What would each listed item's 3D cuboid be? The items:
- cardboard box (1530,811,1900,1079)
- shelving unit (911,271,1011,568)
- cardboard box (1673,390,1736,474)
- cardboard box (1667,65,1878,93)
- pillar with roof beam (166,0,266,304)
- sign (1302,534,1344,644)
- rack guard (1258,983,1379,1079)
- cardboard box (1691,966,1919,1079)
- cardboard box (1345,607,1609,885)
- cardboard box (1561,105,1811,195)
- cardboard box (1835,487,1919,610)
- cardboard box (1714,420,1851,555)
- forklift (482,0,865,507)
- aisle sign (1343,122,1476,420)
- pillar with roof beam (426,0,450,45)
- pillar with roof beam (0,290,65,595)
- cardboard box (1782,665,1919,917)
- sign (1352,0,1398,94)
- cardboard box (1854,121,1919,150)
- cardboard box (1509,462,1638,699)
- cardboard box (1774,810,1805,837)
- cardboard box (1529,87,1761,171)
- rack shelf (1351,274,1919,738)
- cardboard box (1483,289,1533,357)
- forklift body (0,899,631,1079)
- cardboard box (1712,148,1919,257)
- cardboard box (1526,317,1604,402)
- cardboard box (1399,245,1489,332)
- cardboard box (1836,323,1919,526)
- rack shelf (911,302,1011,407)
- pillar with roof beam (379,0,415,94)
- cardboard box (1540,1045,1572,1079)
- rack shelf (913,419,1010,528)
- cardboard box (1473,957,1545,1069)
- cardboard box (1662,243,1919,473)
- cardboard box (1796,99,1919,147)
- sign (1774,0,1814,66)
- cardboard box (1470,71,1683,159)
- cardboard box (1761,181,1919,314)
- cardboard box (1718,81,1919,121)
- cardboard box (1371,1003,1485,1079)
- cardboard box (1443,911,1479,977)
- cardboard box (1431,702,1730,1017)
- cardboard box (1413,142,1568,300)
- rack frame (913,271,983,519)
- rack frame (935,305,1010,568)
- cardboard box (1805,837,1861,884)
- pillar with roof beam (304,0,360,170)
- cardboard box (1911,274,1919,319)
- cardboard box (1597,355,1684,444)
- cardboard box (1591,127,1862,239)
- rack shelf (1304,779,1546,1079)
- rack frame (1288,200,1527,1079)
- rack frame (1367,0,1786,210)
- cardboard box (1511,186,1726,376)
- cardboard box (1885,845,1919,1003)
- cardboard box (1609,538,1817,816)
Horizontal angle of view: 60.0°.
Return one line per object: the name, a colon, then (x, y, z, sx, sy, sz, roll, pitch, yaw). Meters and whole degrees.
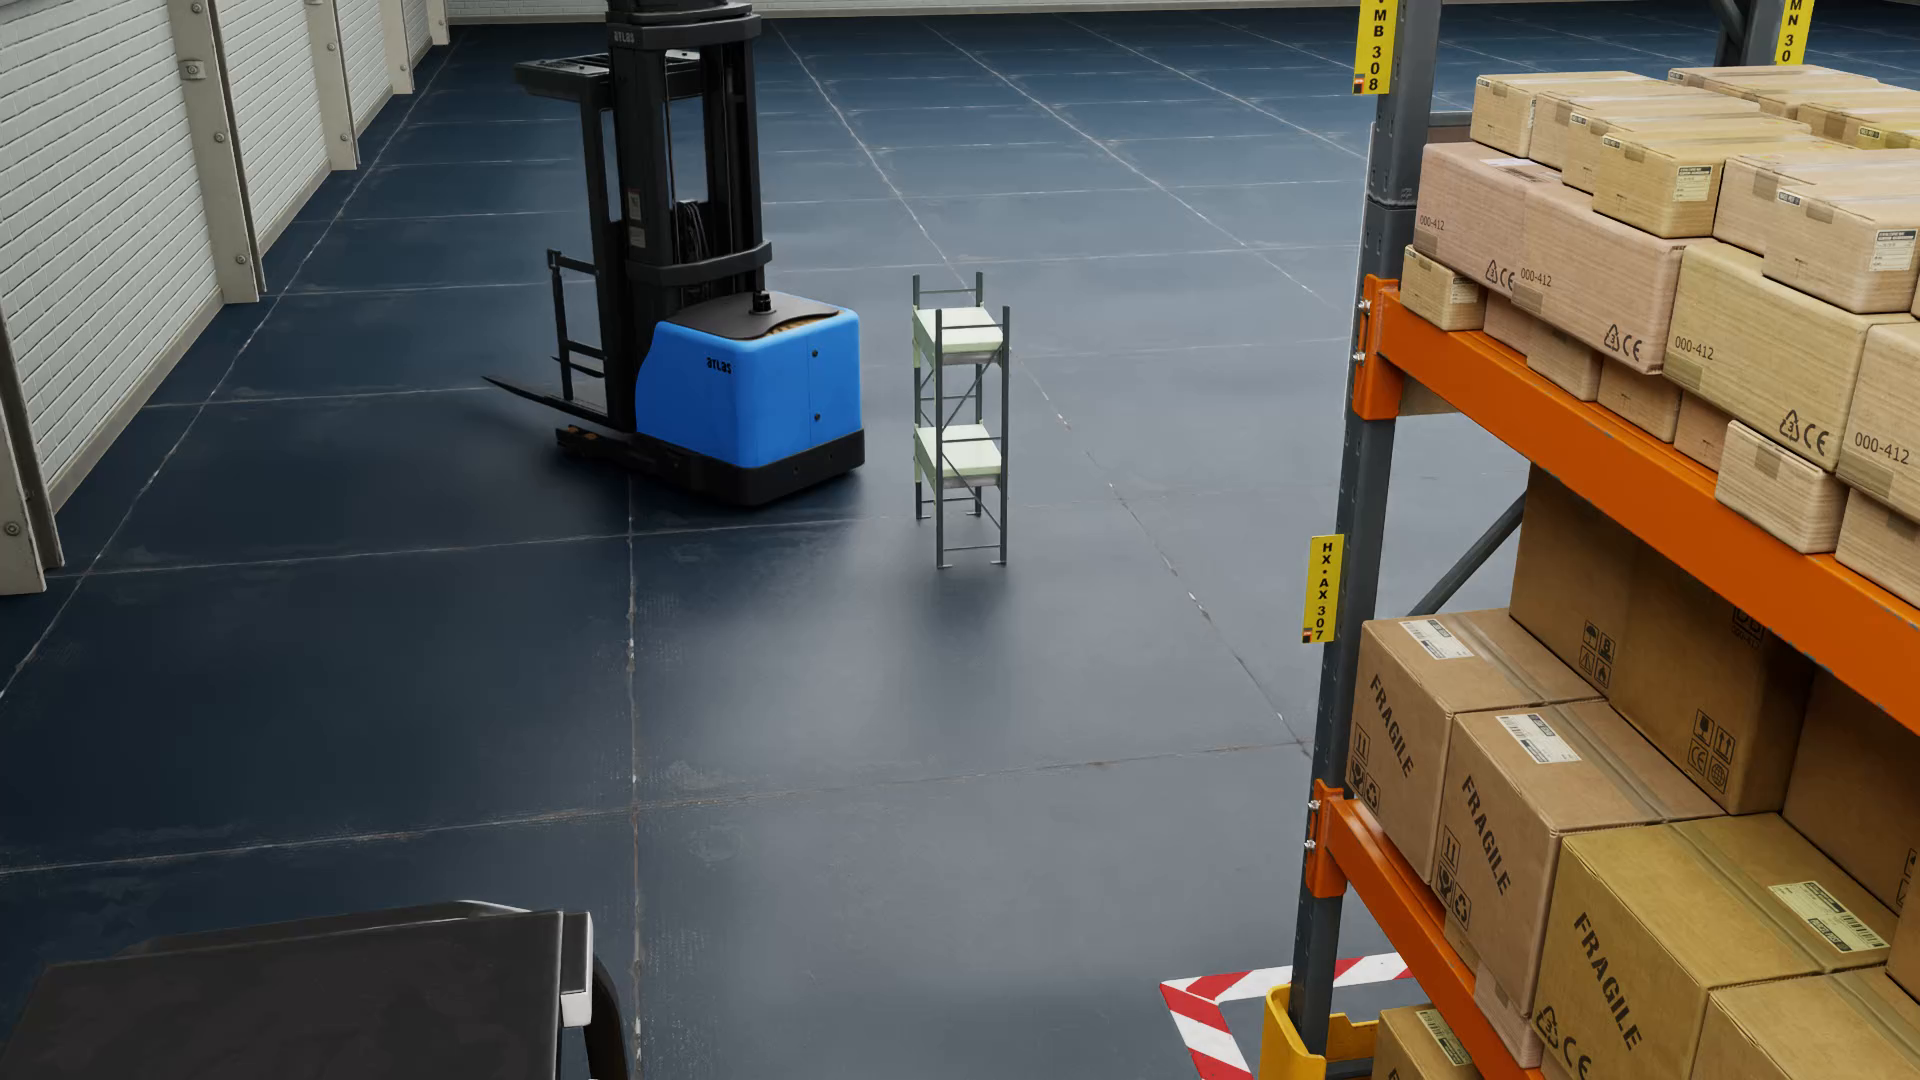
cardboard box: (1.551, 0.922, 3.394, 0.500, 0.500, 0.500, -5, 24, -11)
shelving unit: (-0.001, -0.690, 9.456, 0.431, 1.500, 0.755, -4, 24, -10)
cardboard box: (1.558, -0.208, 3.045, 0.380, 0.149, 0.250, -5, 24, -11)
cardboard box: (1.894, -1.020, 3.908, 0.380, 0.149, 0.250, -4, 24, -9)
pillar with roof beam: (-2.081, -6.585, 13.584, 9.100, 9.000, 0.400, -4, 24, -10)
sign: (1.008, 0.137, 4.607, 0.100, 0.325, 0.005, -4, 24, -10)
rack guard: (1.555, 1.669, 5.304, 1.175, 0.500, 0.348, -4, 24, -10)
cardboard box: (1.653, 1.122, 2.938, 0.500, 0.500, 0.500, -5, 24, -11)
cardboard box: (1.356, 0.518, 4.319, 0.500, 0.500, 0.500, -5, 24, -11)
cardboard box: (1.454, -0.776, 3.348, 0.380, 0.149, 0.250, -4, 24, -10)
cardboard box: (1.615, -0.003, 2.575, 0.380, 0.149, 0.250, -5, 24, -11)
cardboard box: (1.526, -0.103, 2.805, 0.380, 0.149, 0.250, -4, 24, -9)
forklift: (-2.058, -2.020, 10.713, 3.031, 2.935, 1.130, 19, 30, 37)
aisle sign: (1.225, -0.699, 4.355, 0.394, 0.787, 0.004, -4, 24, -10)
pillar with roof beam: (-5.410, -13.665, 29.795, 9.100, 9.000, 0.400, -4, 24, -10)
pillar with roof beam: (-0.972, -4.225, 8.180, 9.100, 9.000, 0.400, -4, 24, -10)
cardboard box: (2.132, 0.431, 3.270, 0.700, 0.500, 0.500, -5, 24, -10)
sign: (1.008, -1.241, 4.005, 0.100, 0.325, 0.005, -4, 24, -10)
cardboard box: (1.965, -0.713, 3.205, 0.380, 0.149, 0.250, -4, 24, -9)
cardboard box: (1.850, 0.038, 4.169, 0.700, 0.500, 0.500, -5, 24, -11)
cardboard box: (2.001, 0.702, 3.899, 0.500, 0.500, 0.500, -4, 24, -10)
cardboard box: (1.469, -0.878, 3.583, 0.380, 0.149, 0.250, -4, 24, -10)
rack shelf: (1.911, 0.235, 2.614, 1.077, 0.370, 4.000, -4, 24, -10)
cardboard box: (1.420, -0.515, 3.747, 0.380, 0.149, 0.250, -5, 24, -11)
forklift body: (-1.193, 1.862, 2.799, 2.313, 2.155, 1.214, -4, 24, -10)
cardboard box: (1.568, -0.581, 2.902, 0.380, 0.149, 0.250, -4, 24, -10)
cardboard box: (1.435, -0.408, 3.503, 0.380, 0.149, 0.250, -4, 24, -8)
cardboard box: (1.284, -0.611, 3.968, 0.380, 0.149, 0.250, -4, 24, -10)
cardboard box: (1.651, -0.128, 2.363, 0.500, 0.250, 0.500, -4, 24, -9)
rack shelf: (-0.001, -1.048, 9.300, 0.431, 0.370, 0.720, -4, 24, -10)
pillar with roof beam: (-4.300, -11.305, 24.391, 9.100, 9.000, 0.400, -4, 24, -10)
cardboard box: (1.513, 1.169, 3.640, 0.380, 0.149, 0.250, -4, 24, -8)
rack shelf: (-0.001, -0.391, 9.586, 0.431, 0.370, 0.720, -4, 24, -10)
cardboard box: (1.432, 1.069, 3.867, 0.380, 0.149, 0.250, -4, 24, -9)
cardboard box: (1.576, -0.331, 2.828, 0.500, 0.250, 0.500, -4, 24, -8)
cardboard box: (1.969, -0.817, 3.442, 0.380, 0.149, 0.250, -5, 24, -10)
sign: (2.090, -1.320, 4.171, 0.100, 0.325, 0.005, -4, 24, -10)
cardboard box: (1.407, -0.976, 3.808, 0.380, 0.149, 0.250, -4, 24, -10)
cardboard box: (1.536, -0.472, 2.653, 0.380, 0.149, 0.250, -4, 24, -8)
cardboard box: (1.904, -0.916, 3.669, 0.380, 0.149, 0.250, -4, 24, -9)
cardboard box: (1.424, 1.565, 4.394, 0.500, 0.500, 0.500, -5, 24, -12)
cardboard box: (1.431, 0.966, 4.104, 0.380, 0.149, 0.250, -5, 24, -11)
cardboard box: (1.455, 0.722, 3.853, 0.500, 0.500, 0.500, -4, 24, -8)
cardboard box: (1.372, -0.731, 3.744, 0.500, 0.250, 0.500, -5, 24, -11)
rack frame: (-0.069, -0.834, 9.785, 0.400, 1.500, 0.023, -4, 24, -10)
rack frame: (0.066, -0.546, 9.126, 0.400, 1.500, 0.023, -4, 24, -10)
cardboard box: (2.090, 0.899, 3.447, 0.500, 0.500, 0.500, -4, 24, -10)
pillar with roof beam: (-3.191, -8.945, 18.988, 9.100, 9.000, 0.400, -4, 24, -10)
cardboard box: (1.657, -0.376, 2.432, 0.380, 0.149, 0.250, -4, 24, -9)
cardboard box: (1.505, -0.312, 3.284, 0.380, 0.149, 0.250, -4, 24, -10)
cardboard box: (1.428, -0.671, 3.109, 0.380, 0.149, 0.250, -4, 24, -10)
rack shelf: (1.911, 1.610, 3.215, 1.077, 0.370, 4.000, -4, 24, -10)
rack frame: (1.541, 0.494, 4.872, 1.000, 3.000, 0.127, -4, 24, -10)
rack frame: (1.541, -2.256, 3.671, 1.000, 3.000, 0.127, -4, 24, -10)
cardboard box: (1.456, -0.532, 3.289, 0.500, 0.250, 0.500, -5, 24, -11)
cardboard box: (2.088, 0.637, 2.798, 0.700, 0.500, 0.500, -4, 24, -10)
cardboard box: (1.937, 0.238, 3.712, 0.700, 0.500, 0.500, -4, 24, -9)
